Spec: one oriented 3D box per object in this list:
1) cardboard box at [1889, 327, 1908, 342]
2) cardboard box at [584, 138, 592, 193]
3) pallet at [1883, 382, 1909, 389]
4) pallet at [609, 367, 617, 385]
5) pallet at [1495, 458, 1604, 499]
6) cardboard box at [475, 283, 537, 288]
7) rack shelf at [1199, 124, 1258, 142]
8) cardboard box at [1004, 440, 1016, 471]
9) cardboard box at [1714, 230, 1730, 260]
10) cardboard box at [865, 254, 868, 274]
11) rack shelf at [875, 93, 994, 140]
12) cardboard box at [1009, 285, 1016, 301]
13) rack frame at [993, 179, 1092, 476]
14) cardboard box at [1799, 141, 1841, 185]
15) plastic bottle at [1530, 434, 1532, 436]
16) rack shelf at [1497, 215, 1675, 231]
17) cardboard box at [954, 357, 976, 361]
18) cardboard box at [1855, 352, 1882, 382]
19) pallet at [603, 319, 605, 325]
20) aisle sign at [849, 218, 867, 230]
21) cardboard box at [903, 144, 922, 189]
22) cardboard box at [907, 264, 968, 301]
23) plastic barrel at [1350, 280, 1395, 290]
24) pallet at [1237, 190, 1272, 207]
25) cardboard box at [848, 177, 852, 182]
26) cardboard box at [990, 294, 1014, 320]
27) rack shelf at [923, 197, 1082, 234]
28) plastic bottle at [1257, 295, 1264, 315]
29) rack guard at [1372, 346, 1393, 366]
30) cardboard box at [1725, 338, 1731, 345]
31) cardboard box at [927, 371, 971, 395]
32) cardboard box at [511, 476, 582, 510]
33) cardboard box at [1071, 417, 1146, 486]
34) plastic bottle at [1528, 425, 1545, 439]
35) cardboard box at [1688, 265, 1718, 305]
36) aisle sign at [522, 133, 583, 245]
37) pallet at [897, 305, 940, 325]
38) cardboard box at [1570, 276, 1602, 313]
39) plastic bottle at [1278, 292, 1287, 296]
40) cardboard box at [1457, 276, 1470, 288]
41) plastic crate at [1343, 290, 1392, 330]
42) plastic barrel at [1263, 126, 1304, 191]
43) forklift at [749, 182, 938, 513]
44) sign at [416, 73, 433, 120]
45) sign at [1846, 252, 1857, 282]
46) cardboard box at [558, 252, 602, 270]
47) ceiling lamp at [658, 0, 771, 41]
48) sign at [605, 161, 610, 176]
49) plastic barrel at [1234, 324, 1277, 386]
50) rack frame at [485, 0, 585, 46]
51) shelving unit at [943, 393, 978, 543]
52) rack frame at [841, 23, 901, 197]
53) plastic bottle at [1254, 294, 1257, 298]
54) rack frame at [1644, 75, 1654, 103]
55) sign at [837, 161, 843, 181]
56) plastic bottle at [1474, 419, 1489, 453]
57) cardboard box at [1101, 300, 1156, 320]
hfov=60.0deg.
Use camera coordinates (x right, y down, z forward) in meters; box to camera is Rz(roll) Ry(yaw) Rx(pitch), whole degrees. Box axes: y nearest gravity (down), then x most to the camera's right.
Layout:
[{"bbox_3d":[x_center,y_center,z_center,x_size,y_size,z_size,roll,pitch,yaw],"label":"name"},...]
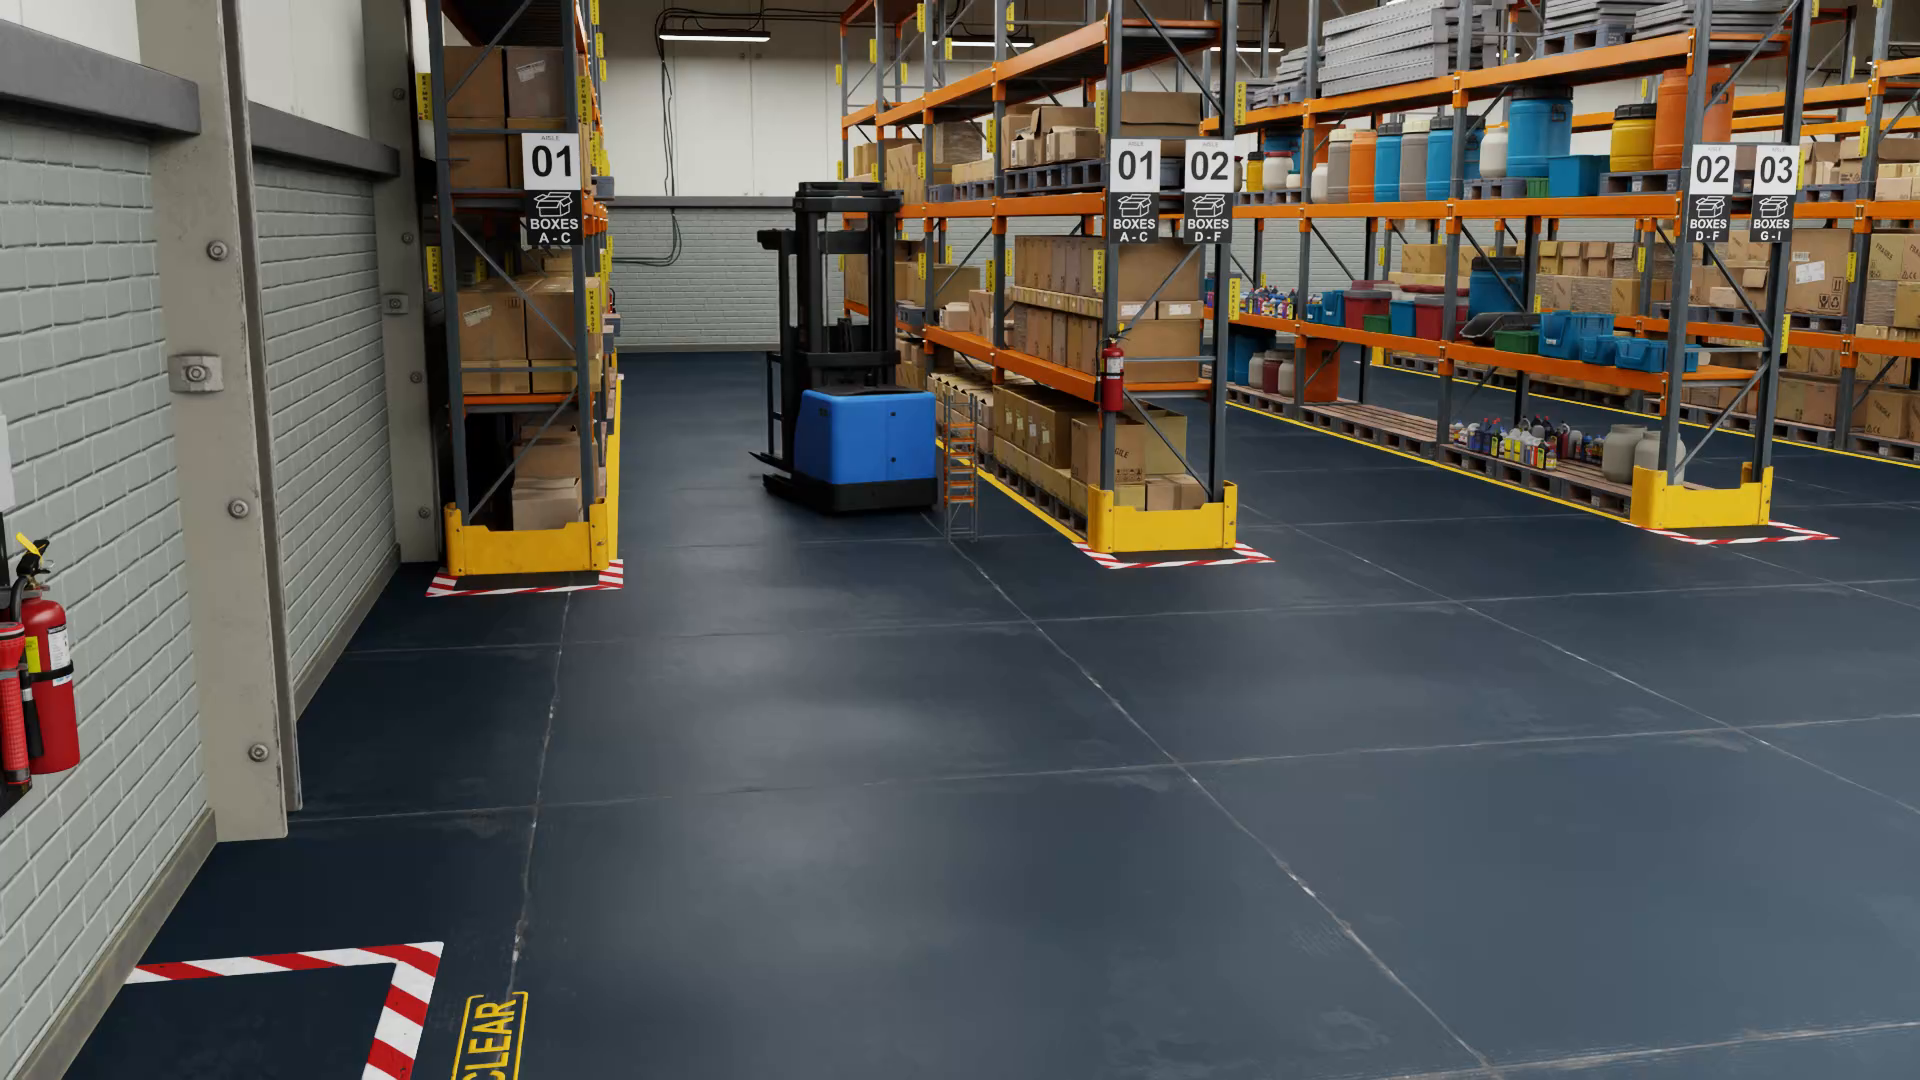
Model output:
[{"bbox_3d":[10.420,-2.254,18.188,0.380,0.149,0.250,-2,11,-11],"label":"cardboard box"},{"bbox_3d":[-3.231,-3.043,13.316,0.500,0.500,0.500,-2,11,-8],"label":"cardboard box"},{"bbox_3d":[14.518,-2.188,24.627,1.003,0.211,1.213,-2,11,-11],"label":"pallet"},{"bbox_3d":[-6.117,-2.666,27.137,1.003,0.211,1.213,-2,11,-11],"label":"pallet"},{"bbox_3d":[6.033,-0.620,16.389,1.003,0.211,1.213,-2,11,-11],"label":"pallet"},{"bbox_3d":[-3.828,-1.908,14.039,0.500,0.500,0.500,-2,11,-10],"label":"cardboard box"},{"bbox_3d":[3.758,-6.570,27.141,1.077,0.370,4.000,-2,11,-11],"label":"rack shelf"},{"bbox_3d":[0.728,-0.827,16.249,0.500,0.250,0.500,-2,11,-11],"label":"cardboard box"},{"bbox_3d":[13.342,-5.100,28.731,0.500,0.500,0.500,-2,11,-10],"label":"cardboard box"},{"bbox_3d":[-1.167,-4.344,25.556,0.500,0.500,0.500,-2,11,-12],"label":"cardboard box"},{"bbox_3d":[-0.324,-5.657,22.344,1.077,0.370,4.000,-2,11,-11],"label":"rack shelf"},{"bbox_3d":[0.706,-2.471,16.653,0.380,0.149,0.250,-2,11,-11],"label":"cardboard box"},{"bbox_3d":[0.843,-2.159,17.019,1.000,3.000,0.127,-2,11,-11],"label":"rack frame"},{"bbox_3d":[10.383,-4.512,19.958,0.797,0.503,0.637,-2,11,-9],"label":"cardboard box"},{"bbox_3d":[5.713,-0.951,16.779,0.152,0.276,0.135,-2,11,-11],"label":"plastic bottle"},{"bbox_3d":[9.394,-4.739,24.476,1.077,0.370,4.000,-2,11,-11],"label":"rack shelf"},{"bbox_3d":[-0.049,-2.258,23.048,0.500,0.500,0.500,-3,11,-13],"label":"cardboard box"},{"bbox_3d":[14.068,-2.696,25.399,0.500,0.500,0.500,-3,11,-14],"label":"cardboard box"},{"bbox_3d":[-4.368,-2.256,18.041,1.003,0.211,1.213,-2,11,-11],"label":"pallet"},{"bbox_3d":[-1.792,-5.639,28.349,0.394,0.787,0.004,-2,11,-11],"label":"aisle sign"},{"bbox_3d":[-0.425,-5.065,22.605,0.600,0.600,0.600,-3,11,-13],"label":"cardboard box"},{"bbox_3d":[-0.309,-3.560,22.988,0.700,0.500,0.500,-5,12,-25],"label":"cardboard box"},{"bbox_3d":[5.312,-3.065,21.414,0.600,0.536,0.708,-2,11,-11],"label":"plastic barrel"},{"bbox_3d":[4.619,-4.839,23.579,1.003,0.211,1.213,-2,11,-11],"label":"pallet"},{"bbox_3d":[-1.556,-5.810,27.241,0.500,0.250,0.500,-2,11,-11],"label":"cardboard box"},{"bbox_3d":[0.607,-2.446,18.260,0.500,0.500,0.500,-1,11,-7],"label":"cardboard box"},{"bbox_3d":[0.454,-3.646,18.733,1.077,0.370,4.000,-2,11,-11],"label":"rack shelf"},{"bbox_3d":[4.205,-3.283,23.236,0.061,0.283,0.133,-2,11,-11],"label":"plastic bottle"},{"bbox_3d":[8.223,-3.496,30.728,1.175,0.500,0.348,-2,11,-11],"label":"rack guard"},{"bbox_3d":[13.448,-3.443,28.674,0.380,0.149,0.250,-2,11,-9],"label":"cardboard box"},{"bbox_3d":[-0.121,-1.917,20.478,0.500,0.311,0.500,-2,11,-9],"label":"cardboard box"},{"bbox_3d":[-3.394,-0.375,13.658,0.500,0.311,0.500,-1,11,-6],"label":"cardboard box"},{"bbox_3d":[1.225,-0.737,13.772,0.500,0.500,0.500,-2,11,-11],"label":"cardboard box"},{"bbox_3d":[6.008,-1.064,17.372,0.152,0.276,0.135,-2,11,-11],"label":"plastic bottle"},{"bbox_3d":[9.927,-3.410,22.201,0.500,0.500,0.500,-4,11,-18],"label":"cardboard box"},{"bbox_3d":[-2.929,-2.520,11.959,0.394,0.787,0.004,-2,11,-11],"label":"aisle sign"},{"bbox_3d":[-0.135,-2.920,21.531,1.213,0.211,1.003,-2,11,-11],"label":"pallet"},{"bbox_3d":[9.249,-3.570,24.162,0.500,0.500,0.500,-2,11,-13],"label":"cardboard box"},{"bbox_3d":[4.736,-3.500,24.396,0.152,0.276,0.135,-2,11,-11],"label":"plastic bottle"},{"bbox_3d":[8.559,-4.225,27.476,0.500,0.250,0.500,-2,11,-9],"label":"cardboard box"},{"bbox_3d":[4.939,-2.796,20.194,0.402,0.464,0.583,-2,11,-11],"label":"plastic crate"},{"bbox_3d":[4.629,-5.425,23.688,0.600,0.901,0.708,-2,11,-11],"label":"plastic barrel"},{"bbox_3d":[-1.270,-1.914,15.916,1.130,2.935,3.031,-5,12,-24],"label":"forklift"},{"bbox_3d":[-3.785,-3.137,11.764,0.100,0.325,0.005,-2,11,-11],"label":"sign"},{"bbox_3d":[10.017,-3.067,18.690,0.100,0.325,0.005,-2,11,-11],"label":"sign"},{"bbox_3d":[-4.634,-3.383,20.328,0.500,0.250,0.500,-2,11,-10],"label":"cardboard box"},{"bbox_3d":[-4.394,-10.578,29.594,2.000,3.185,0.800,-2,11,-11],"label":"ceiling lamp"},{"bbox_3d":[-5.814,-6.066,27.366,0.100,0.325,0.005,-2,11,-11],"label":"sign"},{"bbox_3d":[4.374,-2.751,24.617,0.600,0.901,0.708,-2,11,-11],"label":"plastic barrel"},{"bbox_3d":[-4.015,-4.926,15.508,1.000,3.000,0.127,-2,11,-11],"label":"rack frame"},{"bbox_3d":[0.003,-0.587,13.570,0.258,1.200,0.189,-2,11,-11],"label":"shelving unit"},{"bbox_3d":[-1.491,-7.307,28.021,1.000,3.000,0.127,-2,11,-11],"label":"rack frame"},{"bbox_3d":[4.203,-3.344,23.555,0.061,0.283,0.133,-2,11,-11],"label":"plastic bottle"},{"bbox_3d":[13.112,-7.829,30.760,1.000,3.000,0.127,-2,11,-11],"label":"rack frame"},{"bbox_3d":[-2.023,-6.243,28.116,0.100,0.325,0.005,-2,11,-11],"label":"sign"},{"bbox_3d":[5.453,-1.090,17.311,0.144,0.351,0.185,-2,11,-9],"label":"plastic bottle"},{"bbox_3d":[1.360,-1.857,13.426,0.380,0.149,0.250,-2,11,-12],"label":"cardboard box"}]
